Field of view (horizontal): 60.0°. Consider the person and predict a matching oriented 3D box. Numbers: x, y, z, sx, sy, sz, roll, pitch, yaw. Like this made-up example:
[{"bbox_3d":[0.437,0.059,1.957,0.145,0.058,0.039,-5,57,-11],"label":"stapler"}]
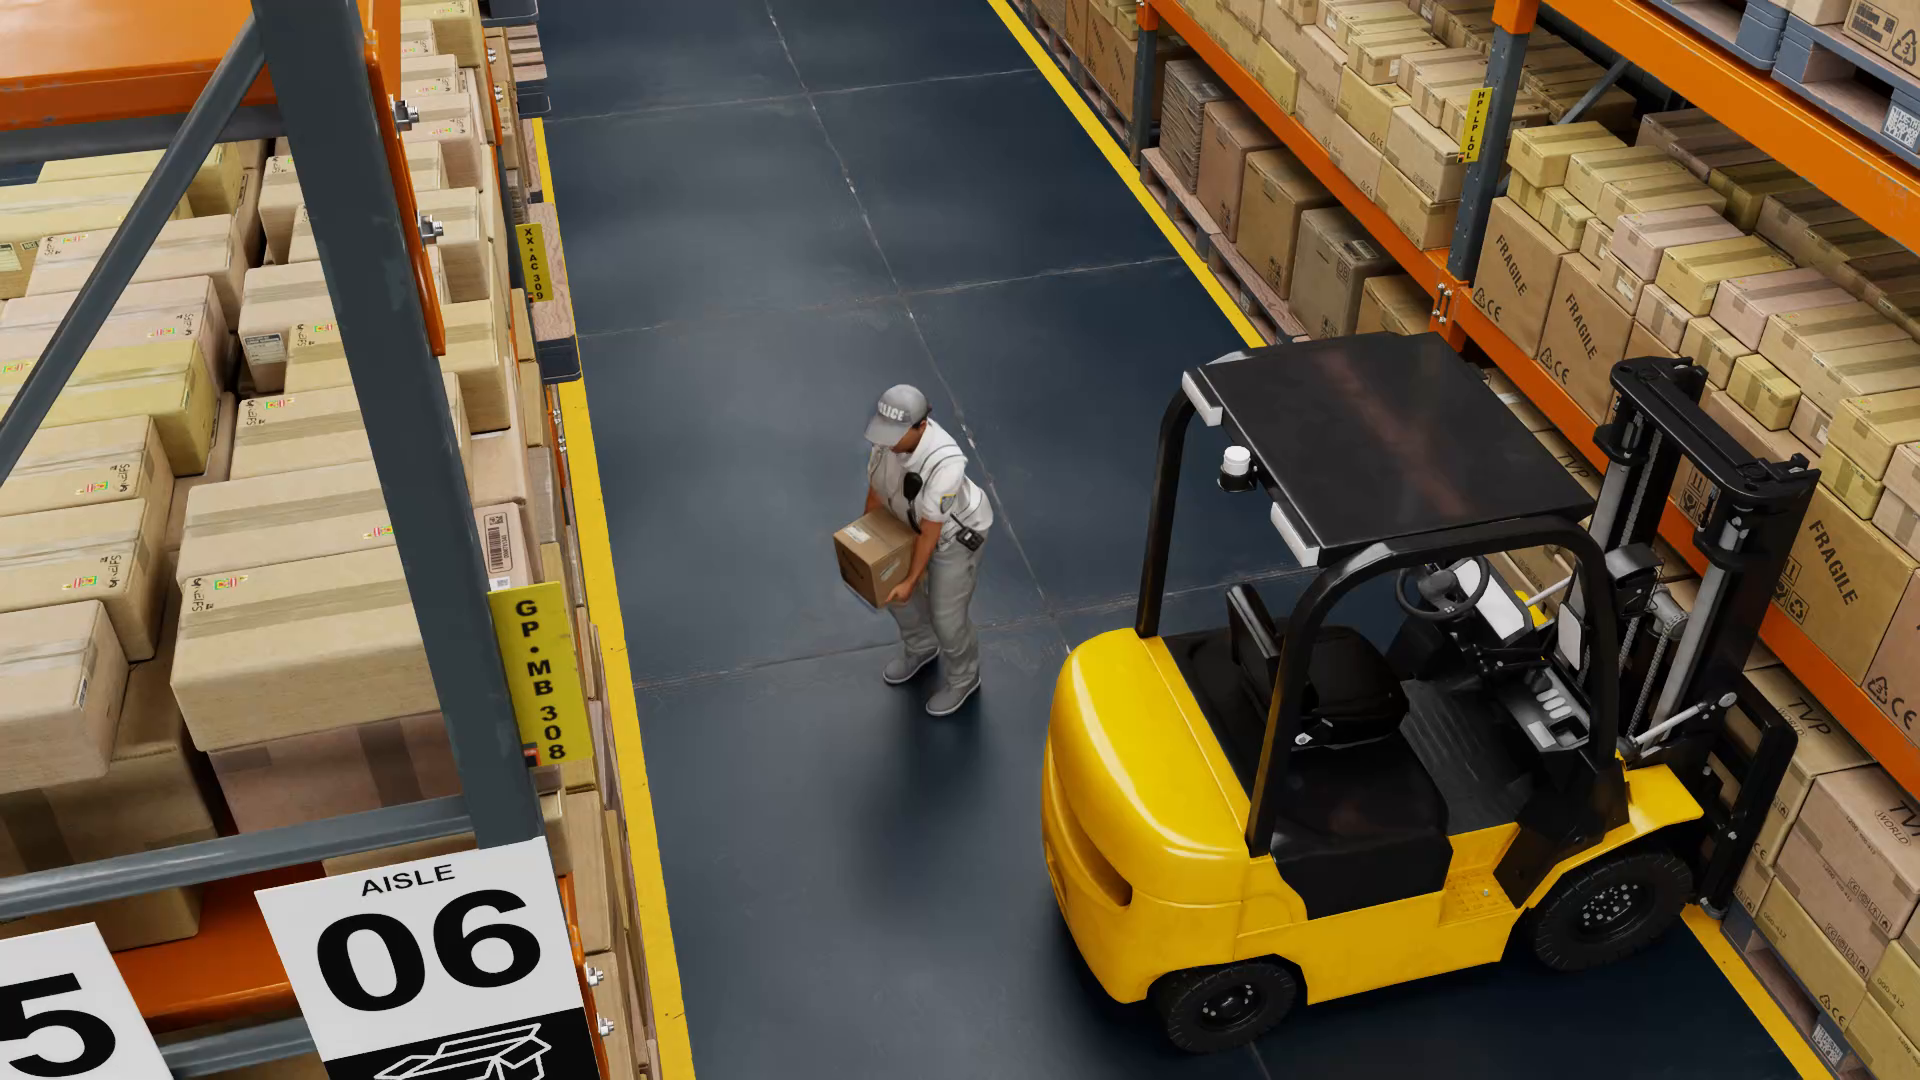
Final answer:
[{"bbox_3d":[-0.160,0.018,6.729,0.453,1.624,0.599,32,48,34],"label":"person"}]
